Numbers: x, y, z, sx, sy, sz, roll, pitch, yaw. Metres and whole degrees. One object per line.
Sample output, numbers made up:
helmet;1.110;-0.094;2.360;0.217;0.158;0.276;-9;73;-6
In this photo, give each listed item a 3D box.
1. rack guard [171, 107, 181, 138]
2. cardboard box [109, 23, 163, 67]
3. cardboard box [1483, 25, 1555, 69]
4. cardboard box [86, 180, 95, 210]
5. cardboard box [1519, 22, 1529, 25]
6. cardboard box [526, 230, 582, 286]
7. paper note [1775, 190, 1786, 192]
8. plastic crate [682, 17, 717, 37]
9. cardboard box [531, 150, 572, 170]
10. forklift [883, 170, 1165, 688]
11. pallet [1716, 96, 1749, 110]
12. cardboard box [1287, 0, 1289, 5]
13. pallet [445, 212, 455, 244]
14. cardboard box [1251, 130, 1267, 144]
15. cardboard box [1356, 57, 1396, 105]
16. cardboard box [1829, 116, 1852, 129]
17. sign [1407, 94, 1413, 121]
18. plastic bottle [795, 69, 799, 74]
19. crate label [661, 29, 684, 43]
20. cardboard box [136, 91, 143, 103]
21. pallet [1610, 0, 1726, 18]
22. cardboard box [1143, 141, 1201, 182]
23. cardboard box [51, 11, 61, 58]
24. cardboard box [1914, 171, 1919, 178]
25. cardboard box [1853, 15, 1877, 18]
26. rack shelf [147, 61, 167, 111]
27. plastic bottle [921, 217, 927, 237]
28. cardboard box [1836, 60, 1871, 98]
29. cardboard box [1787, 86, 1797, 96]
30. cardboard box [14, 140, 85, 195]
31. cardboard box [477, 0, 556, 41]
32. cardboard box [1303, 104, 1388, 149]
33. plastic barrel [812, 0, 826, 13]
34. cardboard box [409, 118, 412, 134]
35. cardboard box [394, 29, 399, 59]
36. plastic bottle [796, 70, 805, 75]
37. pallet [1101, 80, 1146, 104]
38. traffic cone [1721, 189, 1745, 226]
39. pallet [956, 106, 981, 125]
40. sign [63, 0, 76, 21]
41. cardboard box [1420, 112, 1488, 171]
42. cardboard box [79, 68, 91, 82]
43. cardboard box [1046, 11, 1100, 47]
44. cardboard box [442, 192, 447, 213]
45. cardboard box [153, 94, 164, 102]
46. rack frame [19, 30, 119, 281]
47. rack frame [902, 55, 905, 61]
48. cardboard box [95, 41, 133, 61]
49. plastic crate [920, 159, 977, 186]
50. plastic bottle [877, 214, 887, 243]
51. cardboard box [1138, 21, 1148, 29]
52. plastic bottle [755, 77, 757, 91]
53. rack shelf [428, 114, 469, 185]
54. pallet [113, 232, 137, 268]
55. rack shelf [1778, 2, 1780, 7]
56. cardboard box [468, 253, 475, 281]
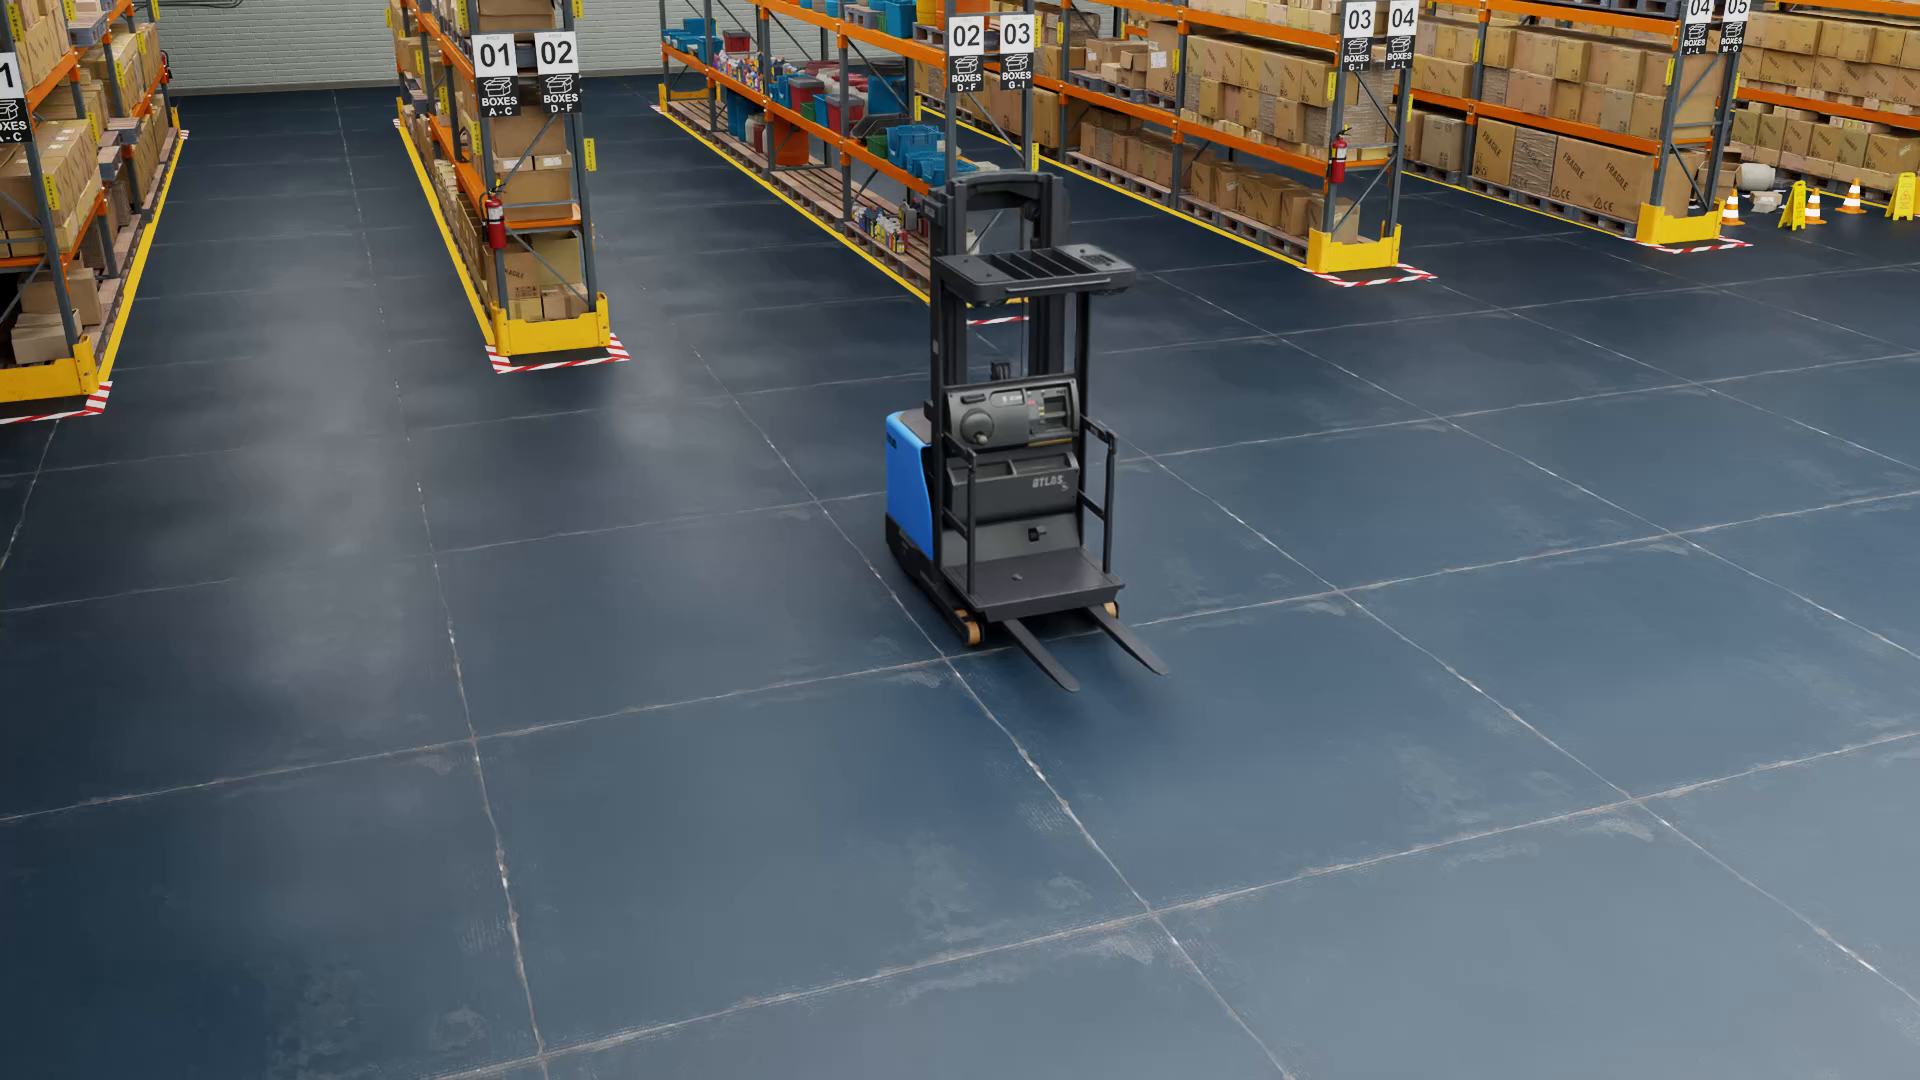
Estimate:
rack guard;-14.606;-7.426;29.726;1.175;0.500;0.348;-8;24;-19
cardboard box;-14.408;-8.524;28.725;0.980;0.700;0.700;-7;24;-17
cardboard box;8.317;-7.320;24.672;0.875;0.550;0.550;-8;24;-19
cardboard box;-9.547;-3.656;17.730;0.500;0.250;0.500;-8;24;-19
cardboard box;10.808;-9.549;31.094;0.500;0.250;0.500;-9;24;-20
cardboard box;-4.472;-3.116;18.314;0.500;0.500;0.500;-8;24;-19
paper note;12.491;-5.325;25.344;0.142;0.019;0.148;-18;29;-37
plastic crate;-5.036;-9.877;32.198;0.616;0.435;0.499;-8;24;-19
cardboard box;-4.250;-3.954;17.305;0.380;0.149;0.250;-9;24;-19
forklift;0.418;-0.849;10.991;1.130;2.935;3.031;-8;24;-19
pallet;15.815;-8.735;33.203;1.003;0.211;1.213;-8;24;-19
cardboard box;4.303;-6.740;20.696;0.380;0.149;0.250;-8;24;-18
pallet;-6.457;-4.312;22.708;1.003;0.211;1.213;-8;24;-19
cardboard box;4.034;-5.285;21.750;0.380;0.149;0.250;-8;24;-19
cardboard box;5.017;-5.676;20.555;0.500;0.500;0.500;-8;24;-19
cardboard box;13.331;-6.293;25.017;0.380;0.149;0.250;-7;24;-17
sign;5.464;-5.268;20.272;0.100;0.325;0.005;-8;24;-19
plastic bottle;-2.589;-7.370;26.539;0.097;0.271;0.097;0;23;0
crate label;-5.550;-9.744;32.146;0.416;0.233;0.303;-8;24;-19
cardboard box;-12.491;-6.649;24.961;0.380;0.149;0.250;-8;24;-19
pallet;9.361;-7.048;21.862;1.003;0.211;1.213;-8;24;-19
cardboard box;3.196;-5.701;25.066;0.700;0.500;0.500;-8;24;-19
cardboard box;-9.782;-5.312;17.474;0.500;0.500;0.500;-11;25;-23
cardboard box;14.201;-5.412;24.728;0.500;0.250;0.500;-9;24;-19
cardboard box;16.751;-9.631;30.774;0.380;0.149;0.250;-8;24;-19
rack shelf;-13.891;-7.511;27.635;1.077;0.370;4.000;-8;24;-19
plastic bottle;-0.457;-4.064;21.460;0.061;0.283;0.133;-8;24;-19
cardboard box;13.432;-6.862;24.657;0.500;0.500;0.500;-8;24;-19
cardboard box;13.064;-6.969;25.747;0.380;0.149;0.250;-8;24;-19
cardboard box;-9.368;-3.812;17.133;0.500;0.500;0.500;-8;24;-17
cardboard box;-4.512;-5.334;16.828;0.797;0.503;0.637;-7;24;-15
cardboard box;4.788;-5.181;20.670;0.875;0.500;0.500;-8;24;-19
plastic barrel;-1.704;-7.574;22.351;0.600;0.901;0.600;0;23;0
cardboard box;-9.283;-7.201;28.869;0.500;0.311;0.500;-8;24;-19
cardboard box;-9.867;-8.912;29.905;0.500;0.500;0.500;-9;24;-20
plastic bottle;-2.517;-7.334;26.449;0.152;0.276;0.135;-8;24;-19
pallet;2.868;-6.899;25.505;1.003;0.211;1.213;-8;24;-19
traffic cone;10.773;-4.657;23.204;0.336;0.463;0.334;-8;24;-19
pallet;0.522;-8.157;31.831;1.003;0.211;1.213;-8;24;-19
sign;-9.854;-5.907;18.375;0.100;0.325;0.005;-8;24;-19
cardboard box;7.916;-6.262;26.101;1.050;0.750;0.750;-8;24;-19
cardboard box;-11.622;-6.089;21.805;0.380;0.149;0.250;-12;26;-26
cardboard box;1.887;-8.478;27.582;0.797;0.503;0.637;-7;24;-17
cardboard box;-6.861;-4.669;22.965;0.500;0.250;0.500;-9;24;-20
cardboard box;-14.041;-7.648;28.875;0.380;0.149;0.250;-9;24;-20
rack frame;-10.358;-4.209;18.875;1.000;3.000;0.127;-8;24;-19
rack frame;-0.696;-10.608;34.057;1.000;3.000;0.127;-8;24;-19
cardboard box;-12.428;-7.147;24.342;0.500;0.250;0.500;-8;24;-18
plastic crate;-0.134;-4.187;19.014;0.499;0.251;0.616;-8;24;-19
plastic bottle;-0.976;-3.977;21.169;0.144;0.351;0.185;-9;24;-19
cardboard box;3.961;-10.782;34.792;0.380;0.149;0.250;-9;24;-20
plastic bottle;-3.185;-7.183;26.185;0.097;0.201;0.097;0;23;0
rack shelf;-6.432;-5.285;22.354;1.077;0.370;4.000;-8;24;-19
pallet;-11.070;-3.651;21.141;1.003;0.211;1.213;-8;24;-19
rack shelf;12.108;-9.385;28.219;1.077;0.370;4.000;-8;24;-19
cardboard box;-5.502;-3.242;19.579;0.500;0.250;0.500;-8;24;-19
